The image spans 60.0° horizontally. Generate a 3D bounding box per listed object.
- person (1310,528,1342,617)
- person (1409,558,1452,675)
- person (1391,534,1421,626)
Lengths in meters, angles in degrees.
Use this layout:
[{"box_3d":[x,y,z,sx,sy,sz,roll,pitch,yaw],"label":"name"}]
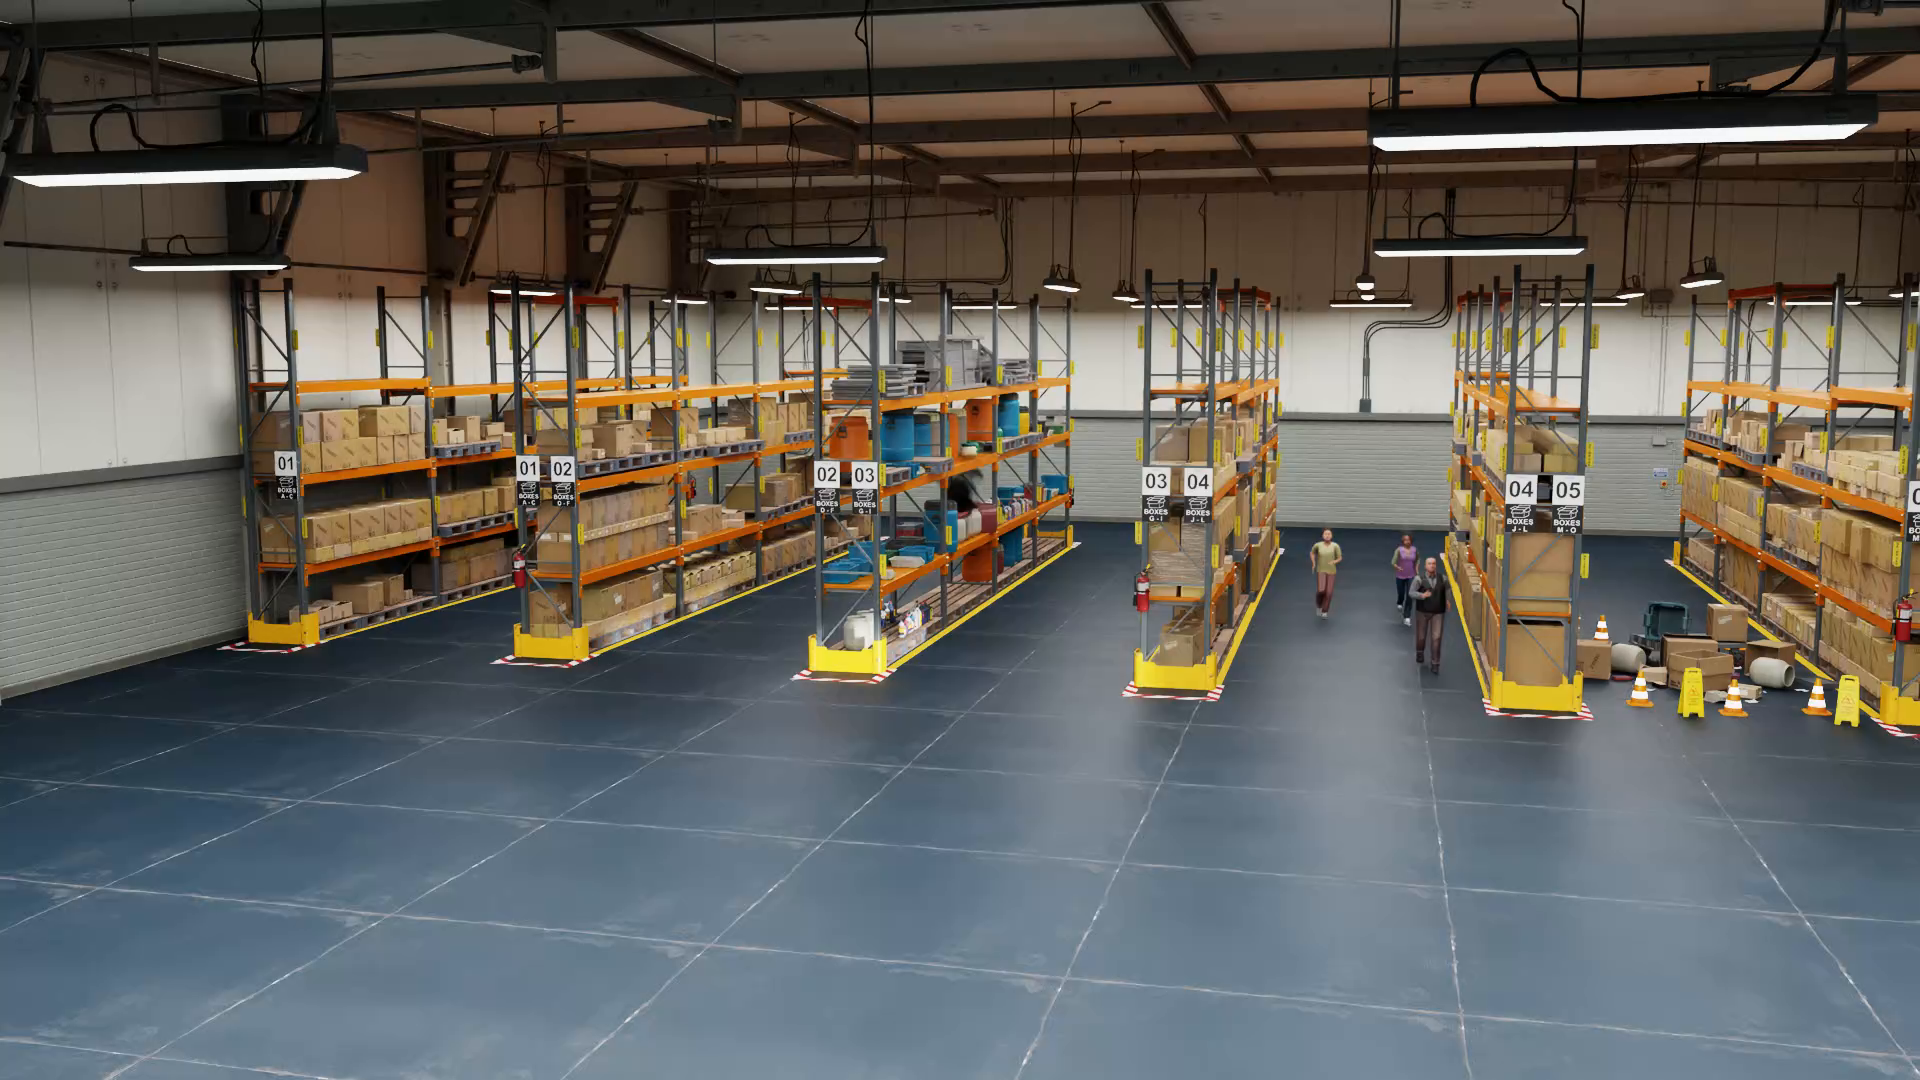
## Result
[{"box_3d":[6.585,0.597,29.898,0.555,1.634,0.591,1,7,7],"label":"person"},{"box_3d":[7.114,1.117,25.153,0.657,1.707,0.945,1,7,10],"label":"person"},{"box_3d":[7.924,0.677,29.546,0.538,1.591,0.839,1,7,7],"label":"person"}]
